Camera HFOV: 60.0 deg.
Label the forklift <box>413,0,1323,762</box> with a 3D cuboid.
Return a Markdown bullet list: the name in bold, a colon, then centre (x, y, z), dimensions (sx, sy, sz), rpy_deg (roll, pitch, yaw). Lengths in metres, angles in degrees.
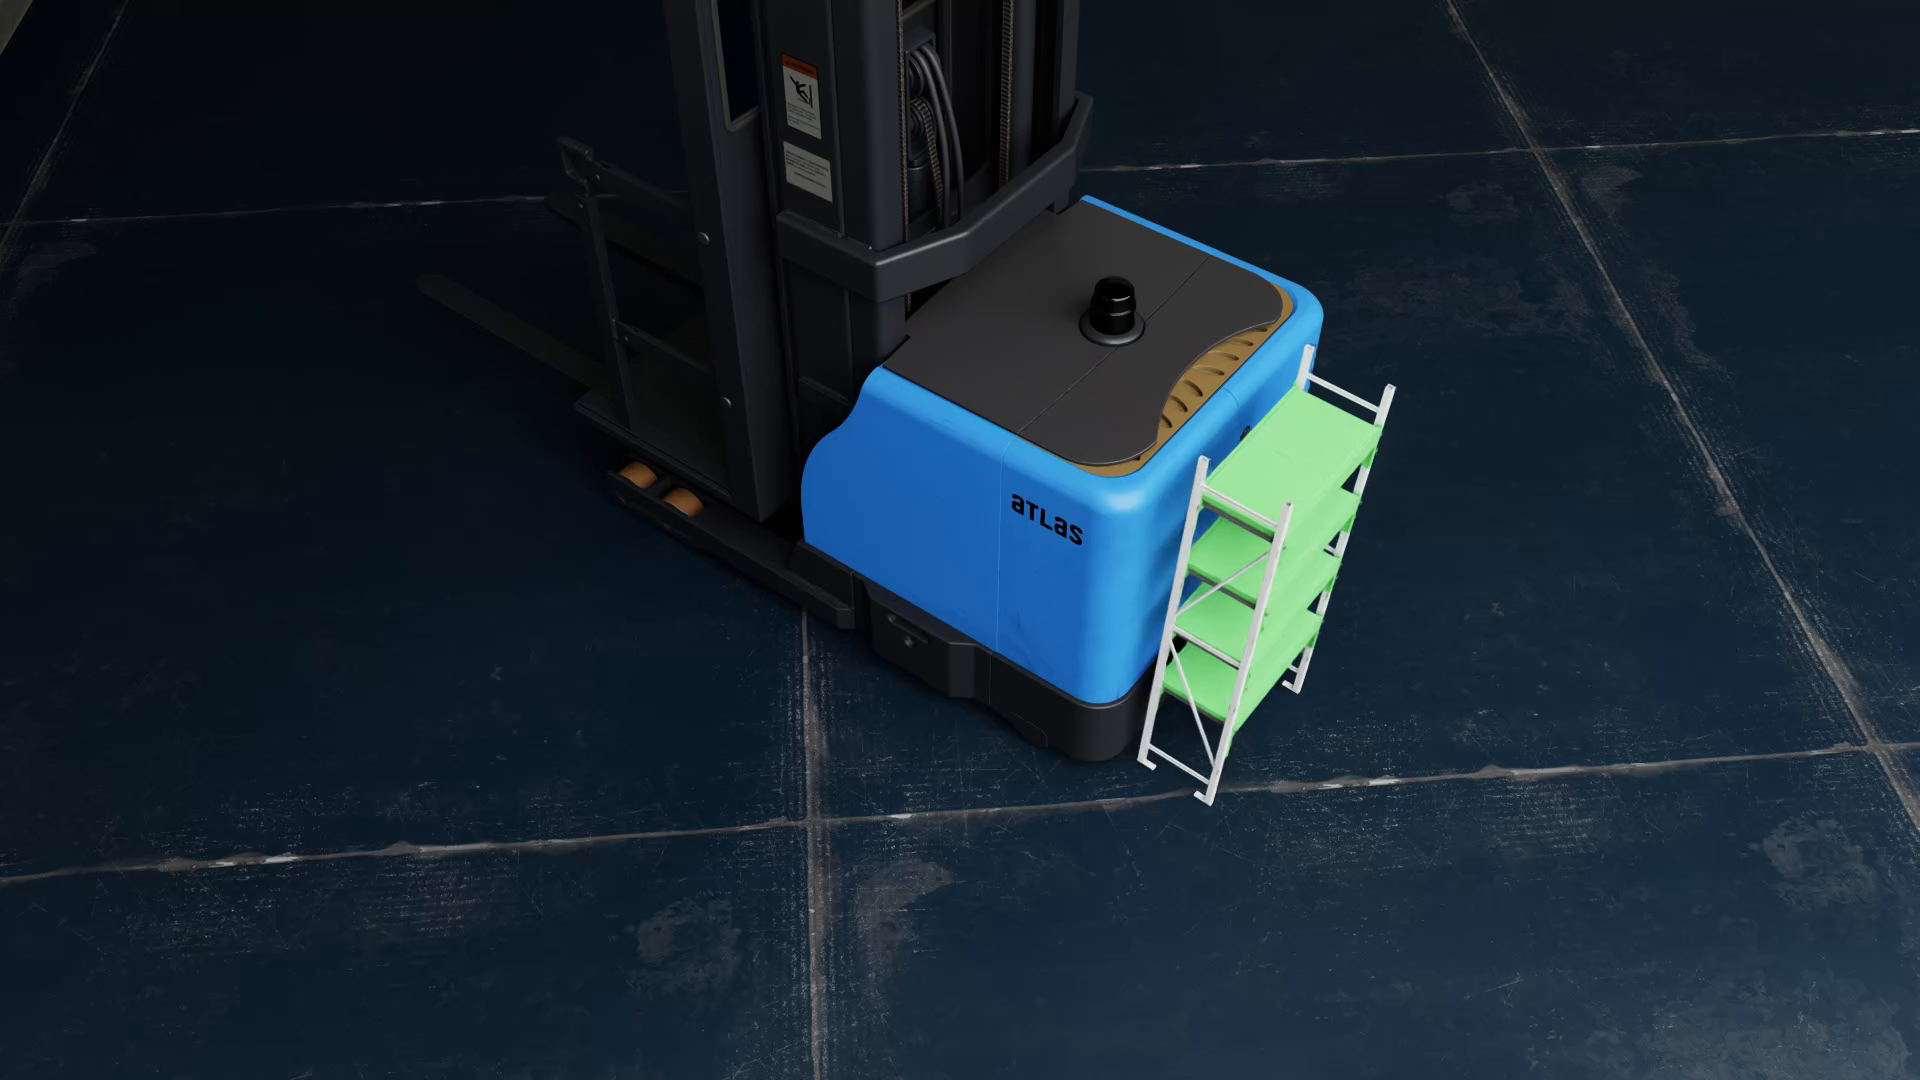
- **forklift**: centre (-0.502, -1.285, 4.448), dimensions (3.031, 2.935, 1.130), rpy_deg (29, 53, 25)

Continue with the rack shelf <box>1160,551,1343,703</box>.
- **rack shelf**: centre (0.761, 0.170, 4.342), dimensions (0.258, 0.148, 0.480), rpy_deg (31, 54, 22)

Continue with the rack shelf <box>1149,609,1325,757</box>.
- **rack shelf**: centre (0.753, 0.330, 4.521), dimensions (0.258, 0.148, 0.480), rpy_deg (31, 54, 22)

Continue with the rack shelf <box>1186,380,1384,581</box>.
- **rack shelf**: centre (0.779, -0.150, 3.985), dimensions (0.258, 0.148, 0.480), rpy_deg (31, 54, 22)

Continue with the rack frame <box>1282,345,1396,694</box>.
- **rack frame**: centre (0.911, -0.014, 4.429), dimensions (0.240, 1.200, 0.015), rpy_deg (31, 54, 22)

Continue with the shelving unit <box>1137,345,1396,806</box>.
- **shelving unit**: centre (0.764, 0.127, 4.295), dimensions (0.258, 1.200, 0.503), rpy_deg (31, 54, 22)

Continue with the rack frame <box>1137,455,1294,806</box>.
- **rack frame**: centre (0.616, 0.269, 4.161), dimensions (0.240, 1.200, 0.015), rpy_deg (31, 54, 22)

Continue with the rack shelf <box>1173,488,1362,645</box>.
- **rack shelf**: centre (0.770, 0.010, 4.164), dimensions (0.258, 0.148, 0.480), rpy_deg (31, 54, 22)
